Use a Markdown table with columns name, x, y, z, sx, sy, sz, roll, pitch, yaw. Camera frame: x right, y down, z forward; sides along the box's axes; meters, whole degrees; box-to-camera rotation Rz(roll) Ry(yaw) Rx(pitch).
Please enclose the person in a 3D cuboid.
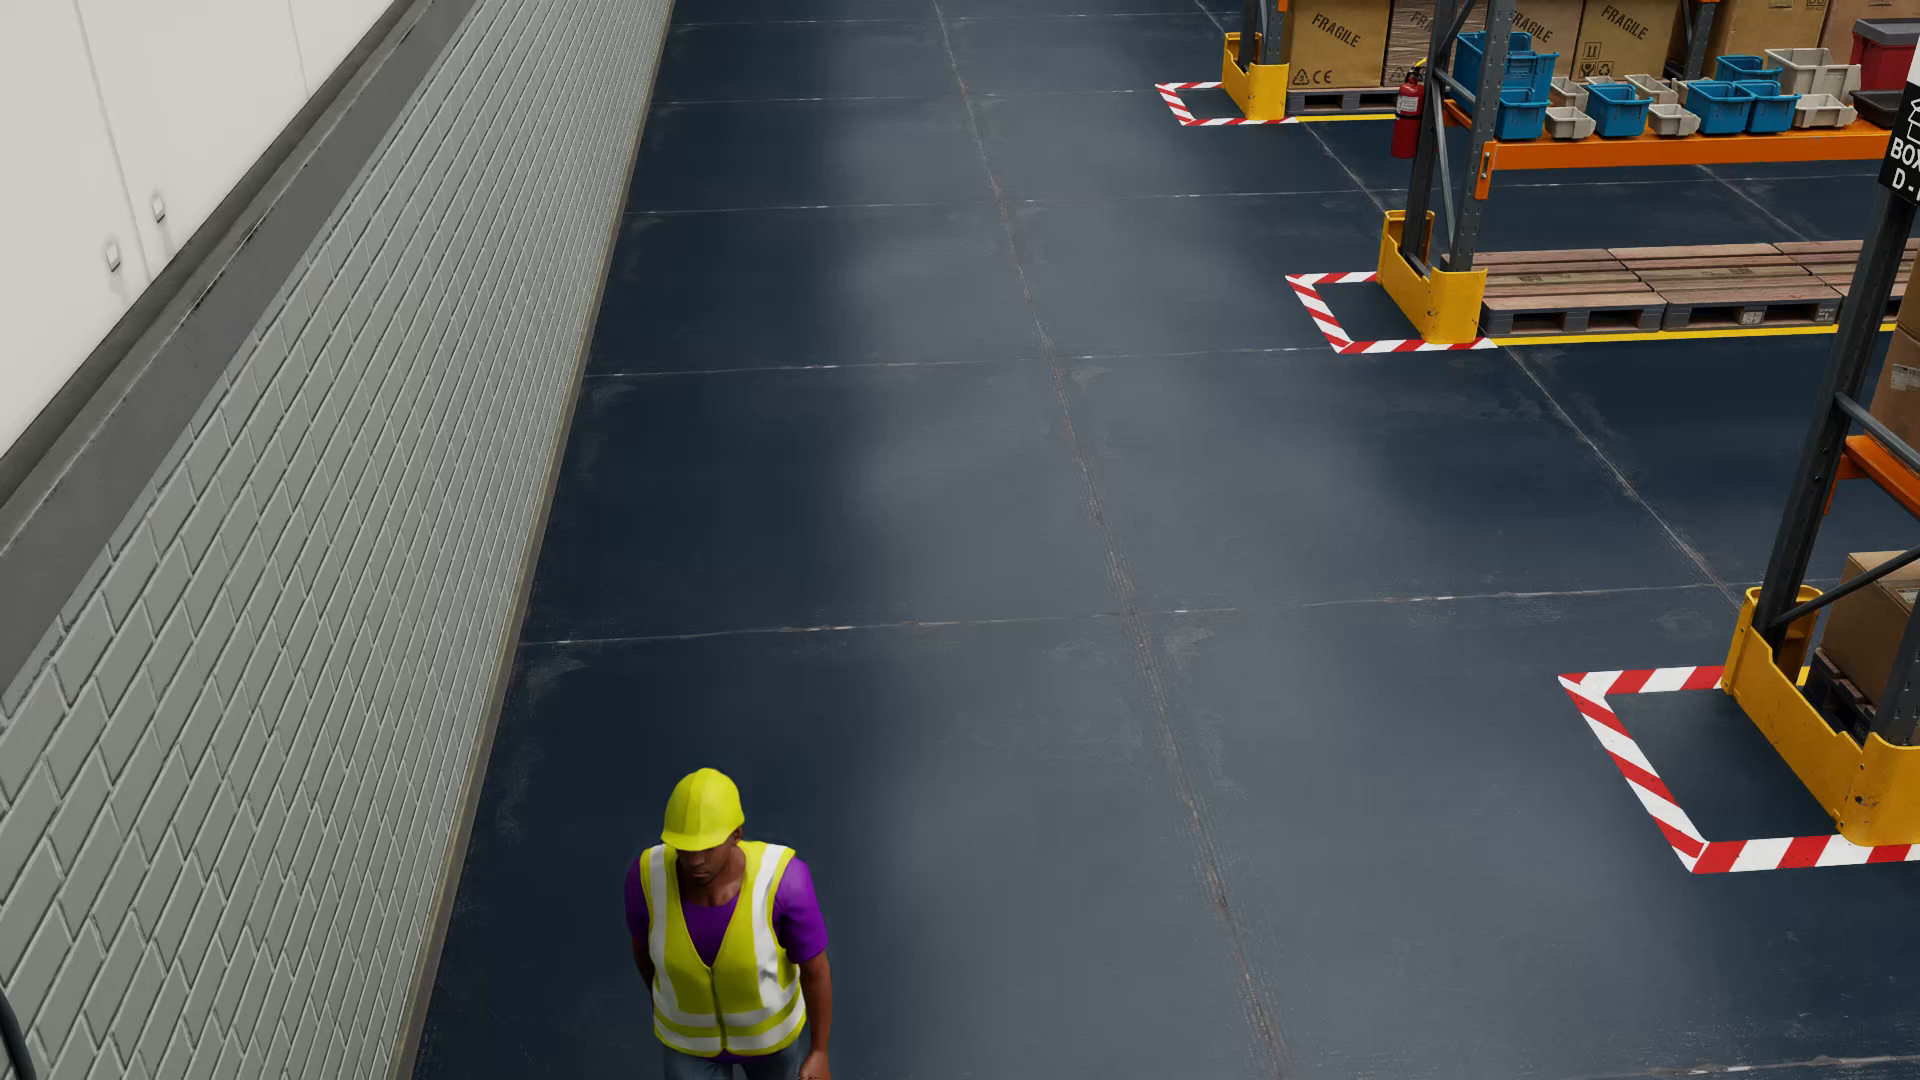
| name | x | y | z | sx | sy | sz | roll | pitch | yaw |
| --- | --- | --- | --- | --- | --- | --- | --- | --- | --- |
| person | -0.648 | 1.387 | 4.762 | 0.578 | 1.724 | 1.050 | -2 | 31 | -3 |
